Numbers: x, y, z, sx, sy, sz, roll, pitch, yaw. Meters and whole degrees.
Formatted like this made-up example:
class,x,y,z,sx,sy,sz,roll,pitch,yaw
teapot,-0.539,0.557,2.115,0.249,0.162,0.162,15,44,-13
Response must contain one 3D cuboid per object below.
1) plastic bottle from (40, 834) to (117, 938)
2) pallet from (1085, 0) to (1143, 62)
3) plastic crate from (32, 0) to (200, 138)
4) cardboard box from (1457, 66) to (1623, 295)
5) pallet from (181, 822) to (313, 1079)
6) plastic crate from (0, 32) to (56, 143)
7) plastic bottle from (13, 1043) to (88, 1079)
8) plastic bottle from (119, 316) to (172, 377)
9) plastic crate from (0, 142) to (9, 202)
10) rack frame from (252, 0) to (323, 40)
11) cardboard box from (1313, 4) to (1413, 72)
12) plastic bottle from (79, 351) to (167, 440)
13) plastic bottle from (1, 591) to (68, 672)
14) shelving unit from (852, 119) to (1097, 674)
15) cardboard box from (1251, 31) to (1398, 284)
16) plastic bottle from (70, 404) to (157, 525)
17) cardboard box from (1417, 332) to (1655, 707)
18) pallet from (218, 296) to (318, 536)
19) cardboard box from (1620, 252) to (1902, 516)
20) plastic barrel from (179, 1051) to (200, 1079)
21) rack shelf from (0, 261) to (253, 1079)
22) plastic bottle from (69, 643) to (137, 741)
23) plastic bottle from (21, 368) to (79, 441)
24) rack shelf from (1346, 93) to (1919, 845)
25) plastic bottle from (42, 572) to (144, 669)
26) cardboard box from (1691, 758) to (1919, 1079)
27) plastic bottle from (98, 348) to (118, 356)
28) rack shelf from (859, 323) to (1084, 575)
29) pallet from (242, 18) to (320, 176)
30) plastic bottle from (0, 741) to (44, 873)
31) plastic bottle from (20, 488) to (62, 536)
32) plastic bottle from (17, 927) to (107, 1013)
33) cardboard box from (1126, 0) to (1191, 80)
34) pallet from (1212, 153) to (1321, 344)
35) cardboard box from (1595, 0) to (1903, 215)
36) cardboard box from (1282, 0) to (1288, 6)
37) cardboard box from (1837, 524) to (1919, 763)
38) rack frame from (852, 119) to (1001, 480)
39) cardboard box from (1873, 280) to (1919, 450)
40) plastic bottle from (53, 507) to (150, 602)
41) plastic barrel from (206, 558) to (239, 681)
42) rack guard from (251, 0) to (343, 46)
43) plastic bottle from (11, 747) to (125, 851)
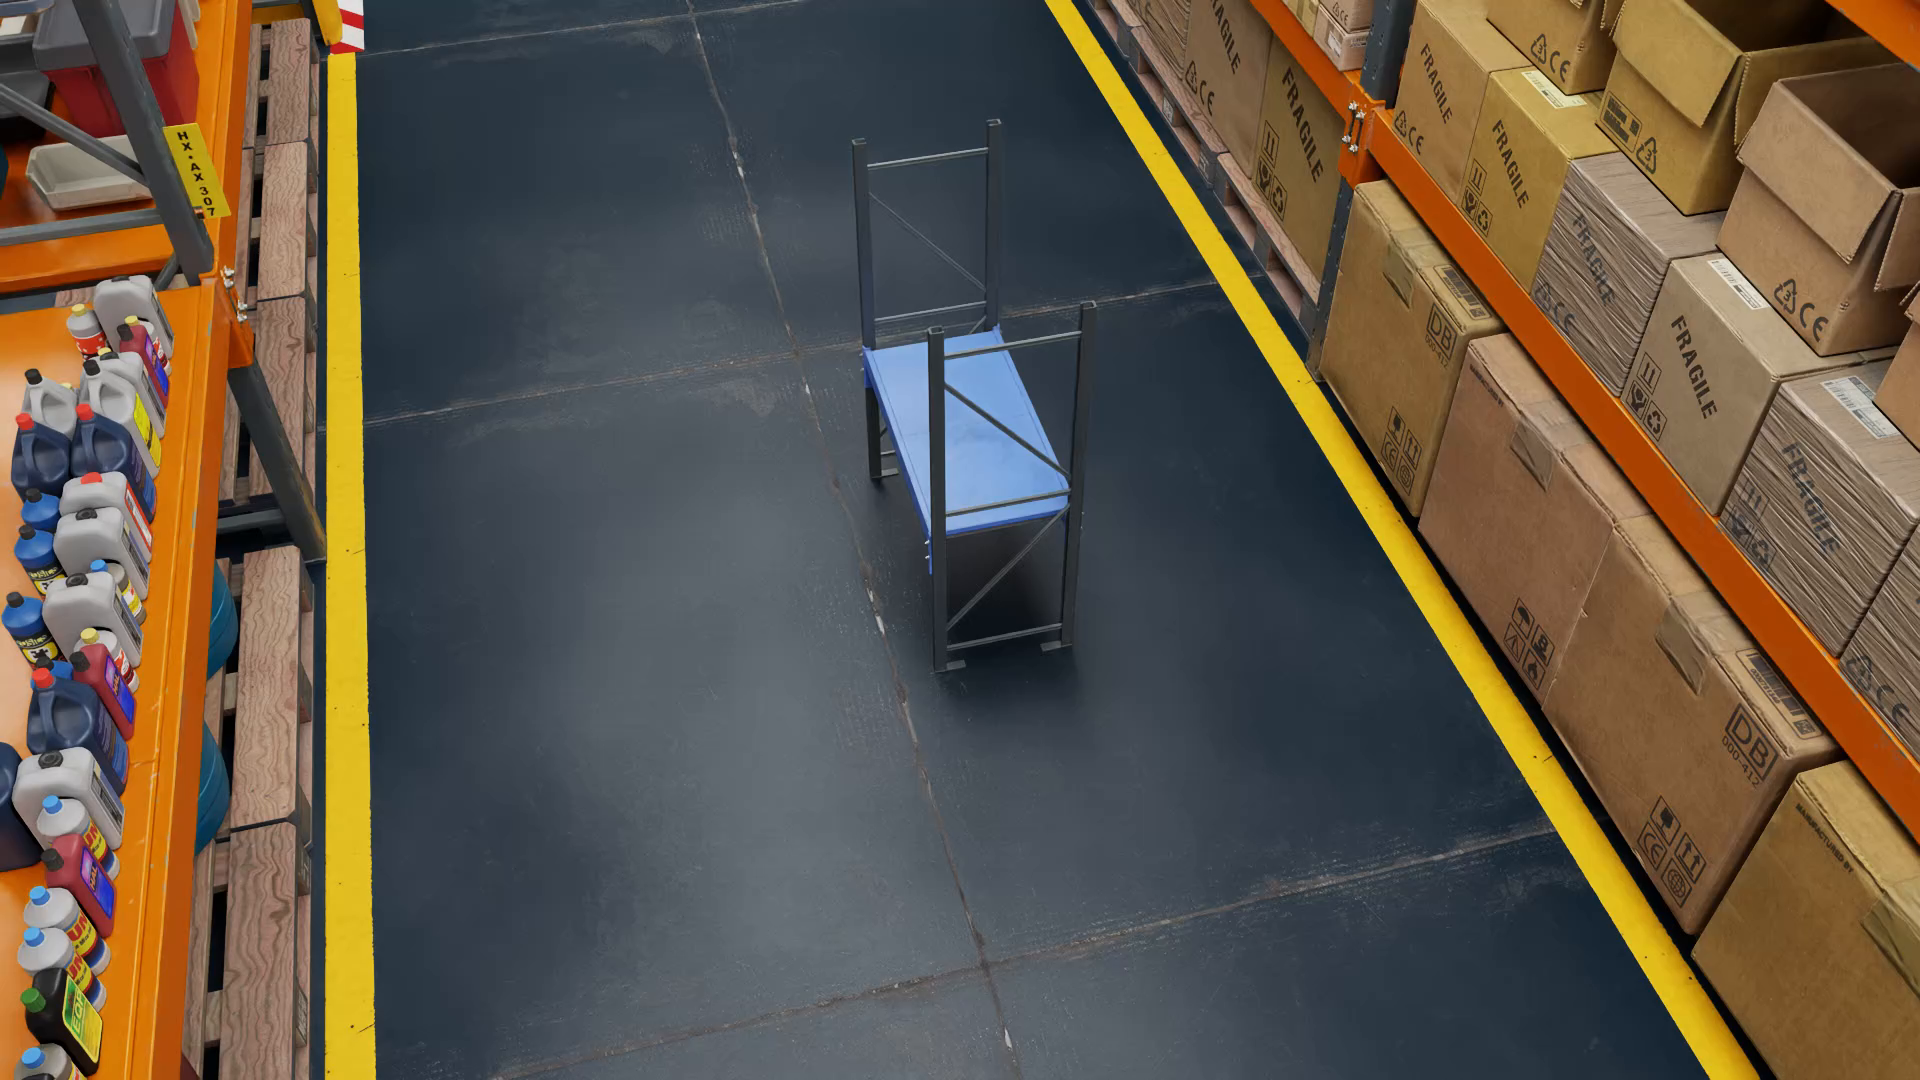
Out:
class,x,y,z,sx,sy,sz,roll,pitch,yaw
plastic bottle,-1.873,0.718,3.527,0.061,0.283,0.133,-11,47,-10
pallet,1.197,-3.074,9.114,1.003,0.211,1.213,-11,47,-10
plastic crate,-2.833,-1.626,5.656,0.402,0.464,0.583,-11,47,-10
cardboard box,1.946,-1.150,5.207,0.500,0.500,0.500,-11,47,-10
pallet,-2.374,1.440,4.691,1.003,0.211,1.213,-11,47,-10
plastic crate,-3.393,-1.568,5.837,0.437,0.125,0.590,-11,47,-10
plastic bottle,-1.777,1.057,3.253,0.097,0.201,0.097,0,46,0
plastic bottle,-2.378,-0.562,4.840,0.097,0.201,0.097,0,46,0
plastic crate,-3.296,-1.195,5.291,0.392,0.384,0.575,-11,47,-10
rack frame,-3.871,-3.682,7.758,1.000,3.000,0.127,-11,47,-10
cardboard box,1.546,-1.888,6.176,0.380,0.149,0.250,-10,47,-10
plastic bottle,-2.340,-0.411,4.640,0.152,0.276,0.135,-11,47,-10
plastic bottle,-2.233,0.227,4.017,0.097,0.271,0.097,0,46,0
shelving unit,0.022,-0.466,5.657,0.538,1.500,1.048,-11,47,-10
cardboard box,1.849,-1.699,7.009,0.875,0.875,0.875,-11,47,-10
plastic bottle,-2.248,-0.200,4.381,0.144,0.351,0.185,-11,47,-10
cardboard box,2.353,-0.174,5.514,1.225,0.875,0.875,-12,47,-12
pallet,-3.073,-0.445,6.538,1.003,0.211,1.213,-11,47,-10
cardboard box,2.211,-0.449,4.520,0.500,0.500,0.500,-10,46,-10
plastic barrel,-2.254,1.424,4.148,0.600,0.588,0.708,-11,47,-10
rack shelf,-2.335,0.713,3.955,1.077,0.370,4.000,-11,47,-10
plastic bottle,-2.014,0.339,3.900,0.061,0.283,0.133,-11,47,-10
plastic bottle,-2.435,-0.302,4.480,0.144,0.351,0.185,-11,47,-10
rack shelf,2.453,-0.193,4.843,1.077,0.370,4.000,-11,47,-10
plastic bottle,-2.117,0.190,4.051,0.152,0.276,0.135,-11,47,-10
cardboard box,2.808,1.052,4.312,1.225,0.875,0.875,-13,47,-12
plastic bottle,-2.402,-0.459,4.739,0.097,0.201,0.097,0,46,0
rack shelf,0.022,-0.340,5.785,0.538,0.185,1.000,-11,47,-10
pallet,-3.698,-2.129,8.189,1.003,0.211,1.213,-11,47,-10
plastic bottle,-2.126,0.553,3.642,0.144,0.351,0.185,-11,47,-10
plastic bottle,-2.327,-0.026,4.265,0.097,0.271,0.097,0,46,0
plastic bottle,-1.836,0.873,3.384,0.097,0.271,0.097,0,46,0
cardboard box,1.391,-2.935,8.220,0.875,0.875,0.875,-11,47,-10
pallet,1.822,-1.389,7.463,1.003,0.211,1.213,-11,47,-10
cardboard box,2.277,-1.296,4.648,0.797,0.503,0.637,-10,46,-10
cardboard box,1.414,-2.243,6.524,0.380,0.149,0.250,-11,47,-11
cardboard box,2.477,0.260,3.825,0.500,0.500,0.500,-11,47,-11
rack frame,-0.108,-0.817,6.001,0.500,1.500,0.032,-11,47,-10
cardboard box,2.629,-0.408,3.778,0.797,0.503,0.637,-10,46,-9
plastic bottle,-2.177,0.030,4.208,0.152,0.276,0.135,-11,47,-10
plastic barrel,-2.724,0.046,5.280,0.600,0.901,0.708,-11,47,-10
rack guard,-3.890,-2.821,8.665,1.175,0.500,0.348,-11,47,-10
plastic bottle,-1.977,0.570,3.678,0.152,0.276,0.135,-11,47,-10
